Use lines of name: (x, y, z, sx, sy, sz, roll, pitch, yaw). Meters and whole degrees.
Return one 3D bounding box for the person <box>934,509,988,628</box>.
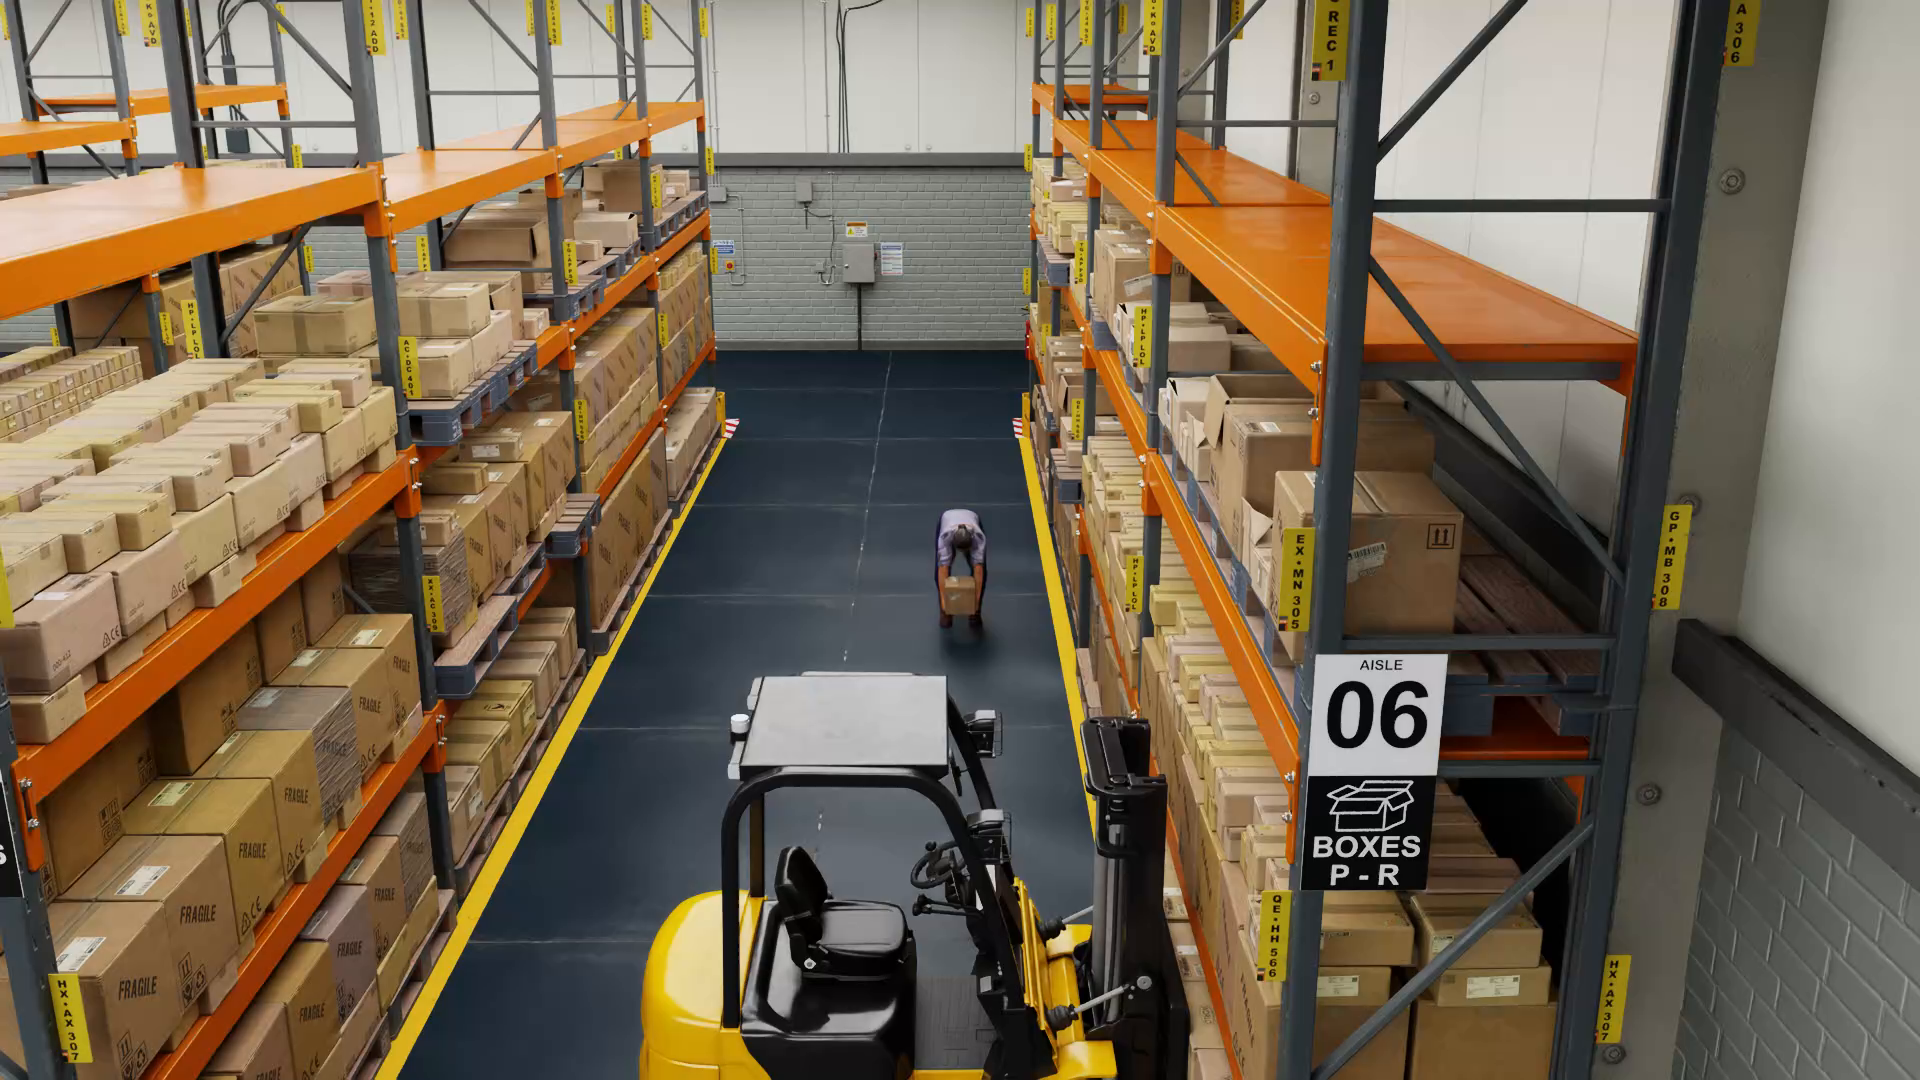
person: (0.013, 0.276, 14.234, 0.460, 1.029, 0.907, -1, 17, -3)
